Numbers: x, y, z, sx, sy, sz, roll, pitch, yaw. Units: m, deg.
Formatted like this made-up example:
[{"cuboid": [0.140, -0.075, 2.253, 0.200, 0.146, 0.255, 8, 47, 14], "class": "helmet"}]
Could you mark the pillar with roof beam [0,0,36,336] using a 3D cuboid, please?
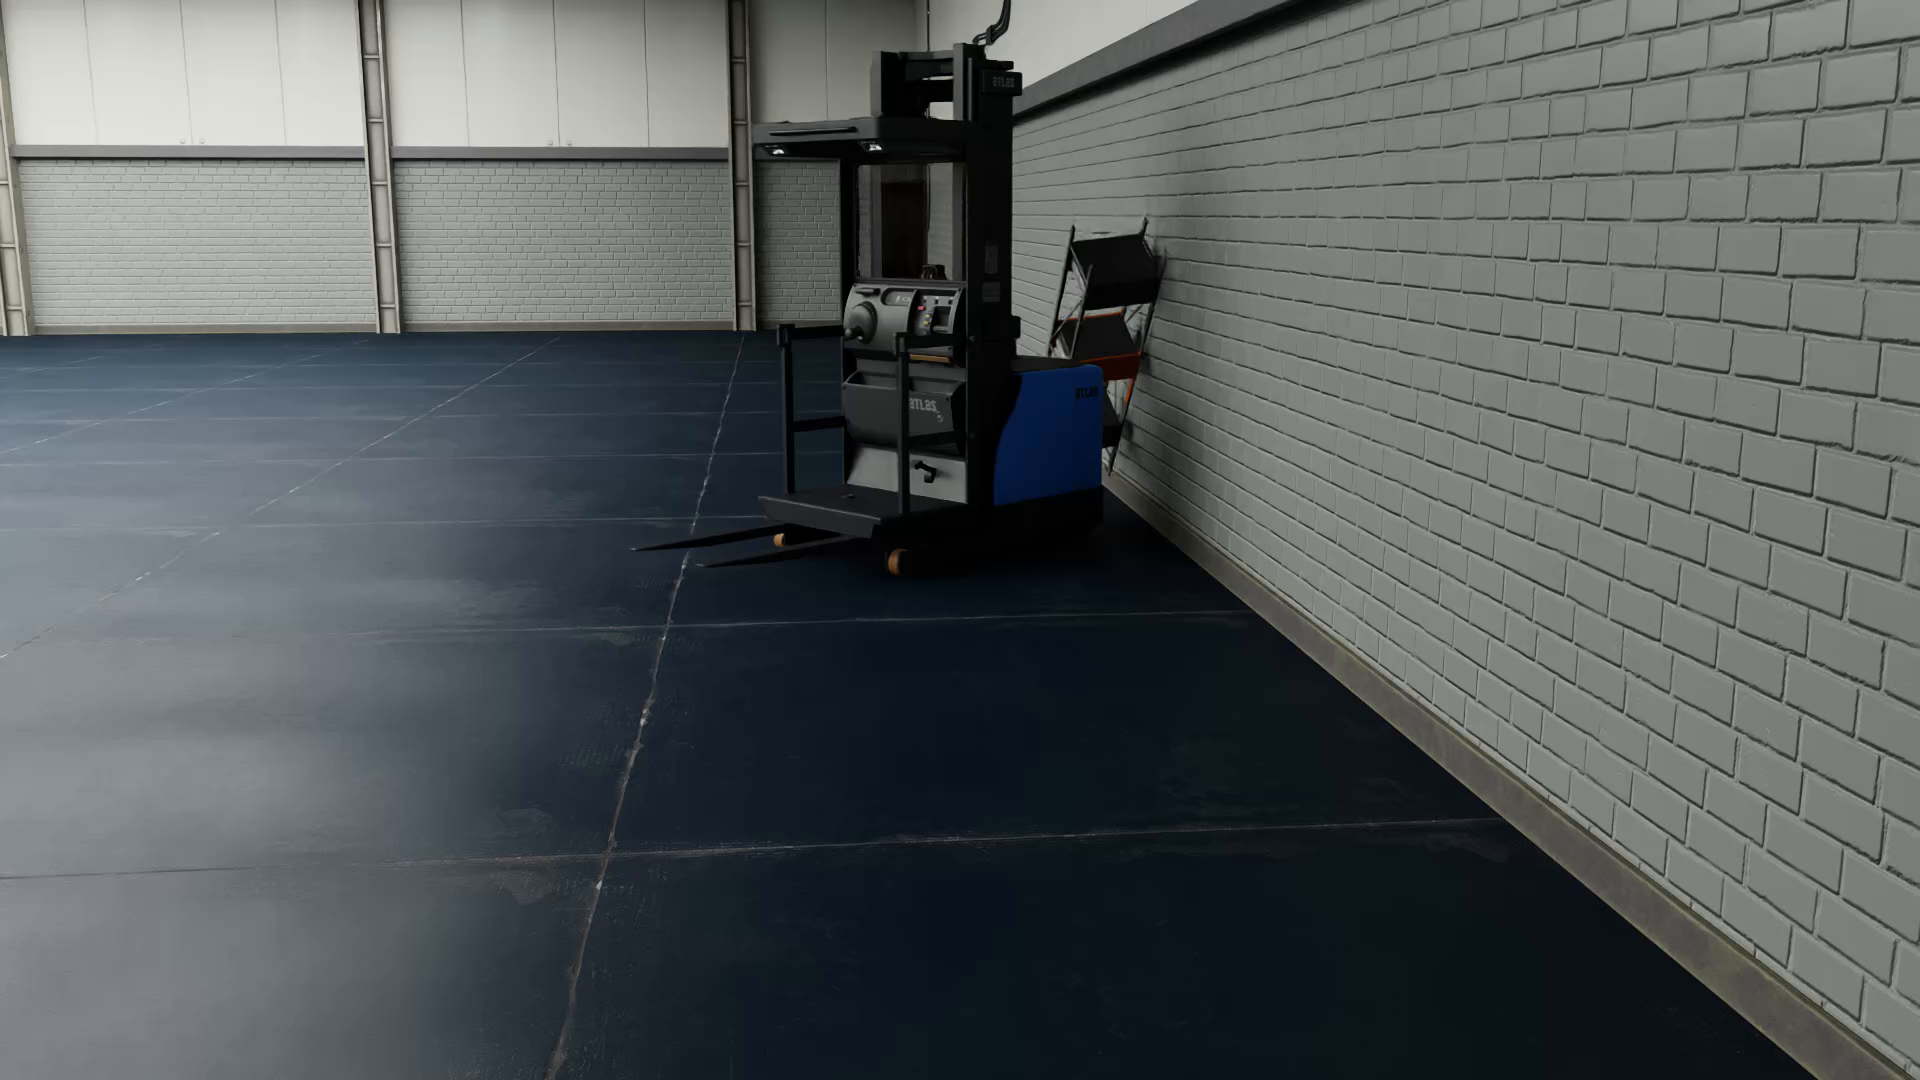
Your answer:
[{"cuboid": [-15.214, -7.004, 22.667, 0.400, 9.000, 9.100, -1, 11, -6], "class": "pillar with roof beam"}]

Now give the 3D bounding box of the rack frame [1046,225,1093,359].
[{"cuboid": [0.660, -1.184, 11.173, 0.015, 2.100, 0.400, -9, 54, -14], "class": "rack frame"}]

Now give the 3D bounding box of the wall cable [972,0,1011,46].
[{"cuboid": [0.332, -7.735, 17.570, 0.169, 6.003, 2.305, -1, 11, -6], "class": "wall cable"}]

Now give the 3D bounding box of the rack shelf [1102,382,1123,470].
[{"cuboid": [0.825, -0.785, 11.791, 0.480, 0.518, 0.431, -9, 54, -14], "class": "rack shelf"}]

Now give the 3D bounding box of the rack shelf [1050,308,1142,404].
[{"cuboid": [0.893, -1.212, 11.242, 0.480, 0.518, 0.431, -9, 54, -14], "class": "rack shelf"}]

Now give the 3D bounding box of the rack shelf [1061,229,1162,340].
[{"cuboid": [0.961, -1.640, 10.692, 0.480, 0.518, 0.431, -9, 54, -14], "class": "rack shelf"}]

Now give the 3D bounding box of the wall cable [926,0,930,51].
[{"cuboid": [-0.385, -8.323, 24.334, 0.112, 2.526, 3.097, -1, 11, -6], "class": "wall cable"}]

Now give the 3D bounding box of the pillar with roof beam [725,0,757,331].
[{"cuboid": [-3.284, -7.254, 23.939, 0.400, 9.000, 9.100, -1, 11, -6], "class": "pillar with roof beam"}]

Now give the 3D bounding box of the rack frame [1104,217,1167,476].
[{"cuboid": [1.128, -1.257, 11.288, 0.015, 2.100, 0.400, -9, 54, -14], "class": "rack frame"}]

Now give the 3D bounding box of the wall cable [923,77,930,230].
[{"cuboid": [-0.677, -6.364, 27.460, 0.112, 2.526, 3.097, -1, 11, -6], "class": "wall cable"}]

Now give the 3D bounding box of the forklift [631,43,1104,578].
[{"cuboid": [-0.482, -1.338, 9.575, 1.130, 2.935, 3.031, 11, 15, 43], "class": "forklift"}]

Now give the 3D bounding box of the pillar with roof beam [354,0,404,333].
[{"cuboid": [-9.249, -7.129, 23.303, 0.400, 9.000, 9.100, -1, 11, -6], "class": "pillar with roof beam"}]

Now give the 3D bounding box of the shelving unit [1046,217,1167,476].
[{"cuboid": [0.894, -1.221, 11.231, 0.503, 2.100, 0.431, -9, 54, -14], "class": "shelving unit"}]
